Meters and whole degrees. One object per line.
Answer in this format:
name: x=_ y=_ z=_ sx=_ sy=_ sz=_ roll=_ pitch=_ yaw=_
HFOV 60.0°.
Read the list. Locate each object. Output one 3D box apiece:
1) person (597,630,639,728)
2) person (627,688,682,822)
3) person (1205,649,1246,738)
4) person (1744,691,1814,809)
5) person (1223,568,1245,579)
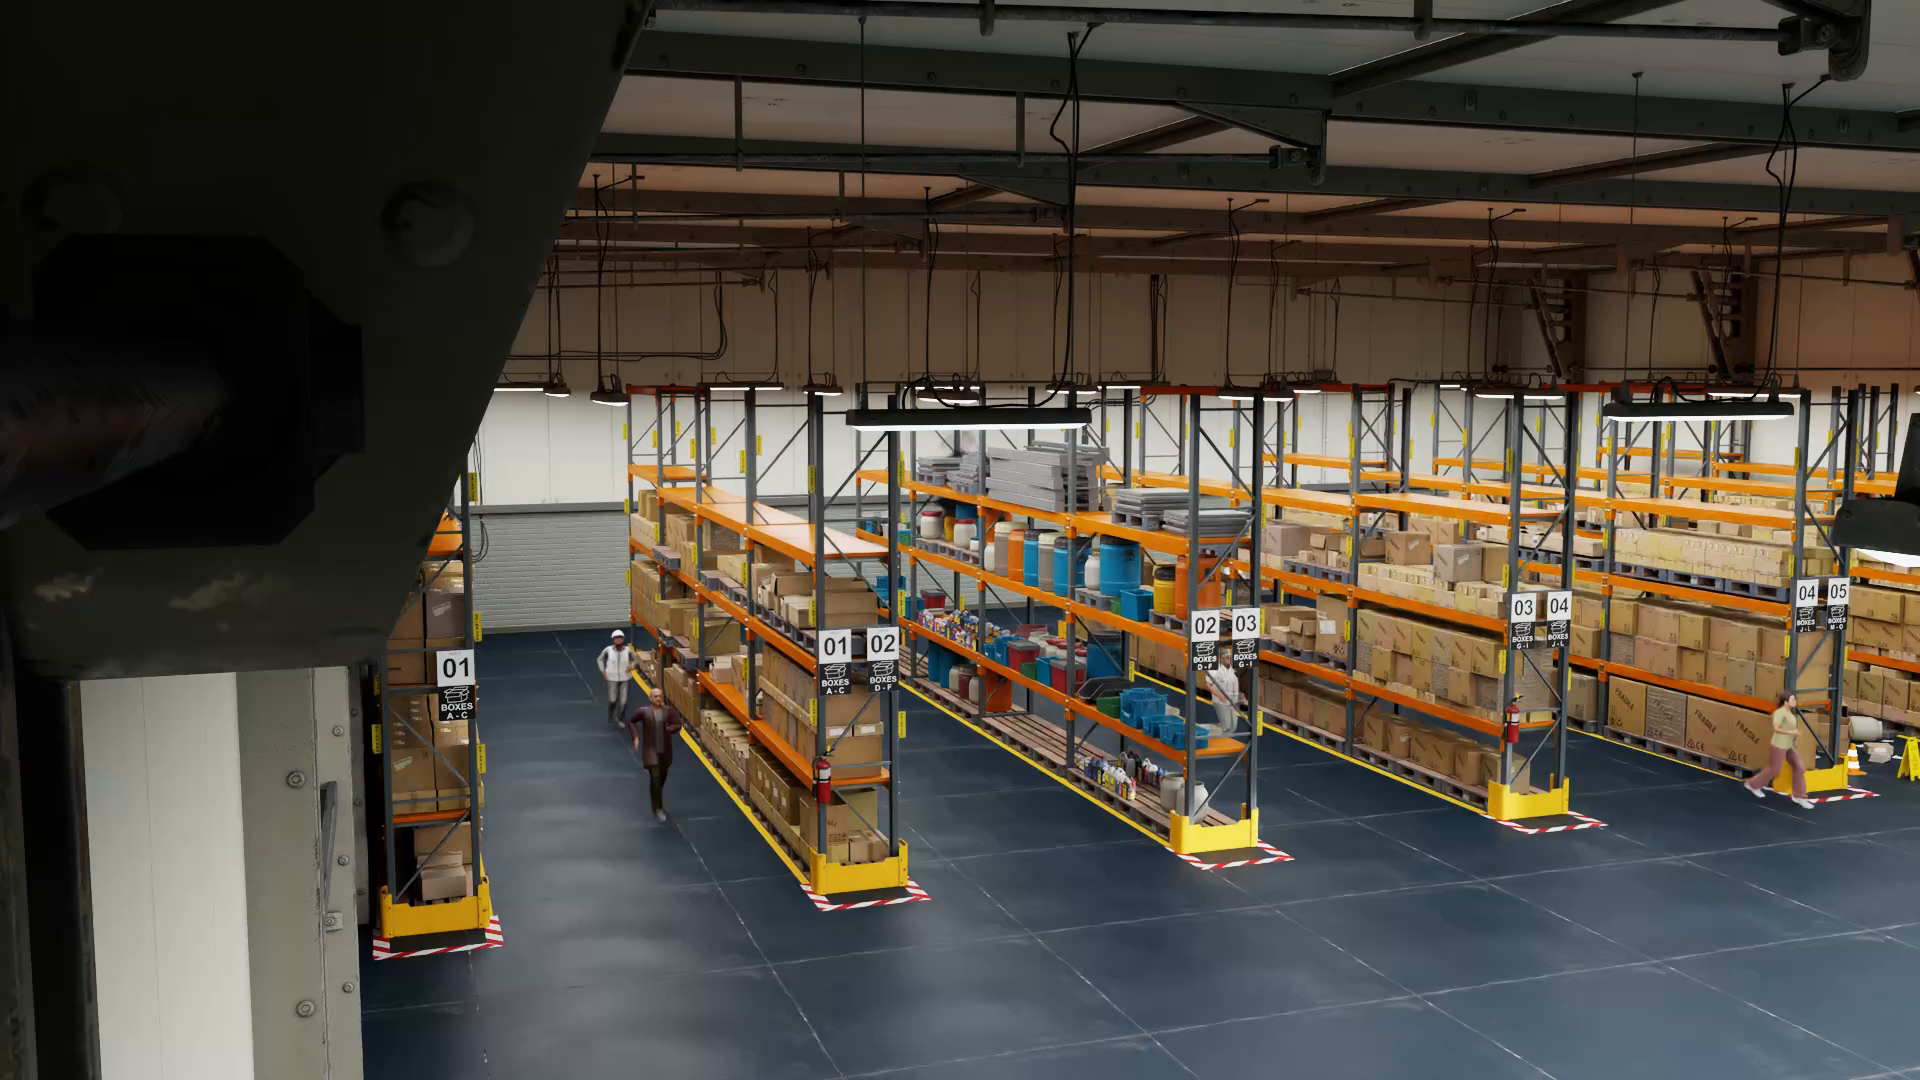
person: x=-5.991 y=2.451 z=29.197 sx=0.703 sy=1.743 sz=0.542 roll=-2 pitch=6 yaw=-15
person: x=-4.273 y=2.998 z=23.527 sx=0.686 sy=1.809 sz=0.906 roll=-3 pitch=7 yaw=-30
person: x=4.360 y=2.643 z=27.348 sx=0.647 sy=1.736 sz=0.597 roll=-4 pitch=7 yaw=-37
person: x=11.904 y=3.017 z=24.130 sx=0.924 sy=1.684 sz=0.610 roll=6 pitch=8 yaw=43
person: x=6.657 y=1.274 z=40.846 sx=0.792 sy=1.731 sz=0.623 roll=-5 pitch=8 yaw=-41
